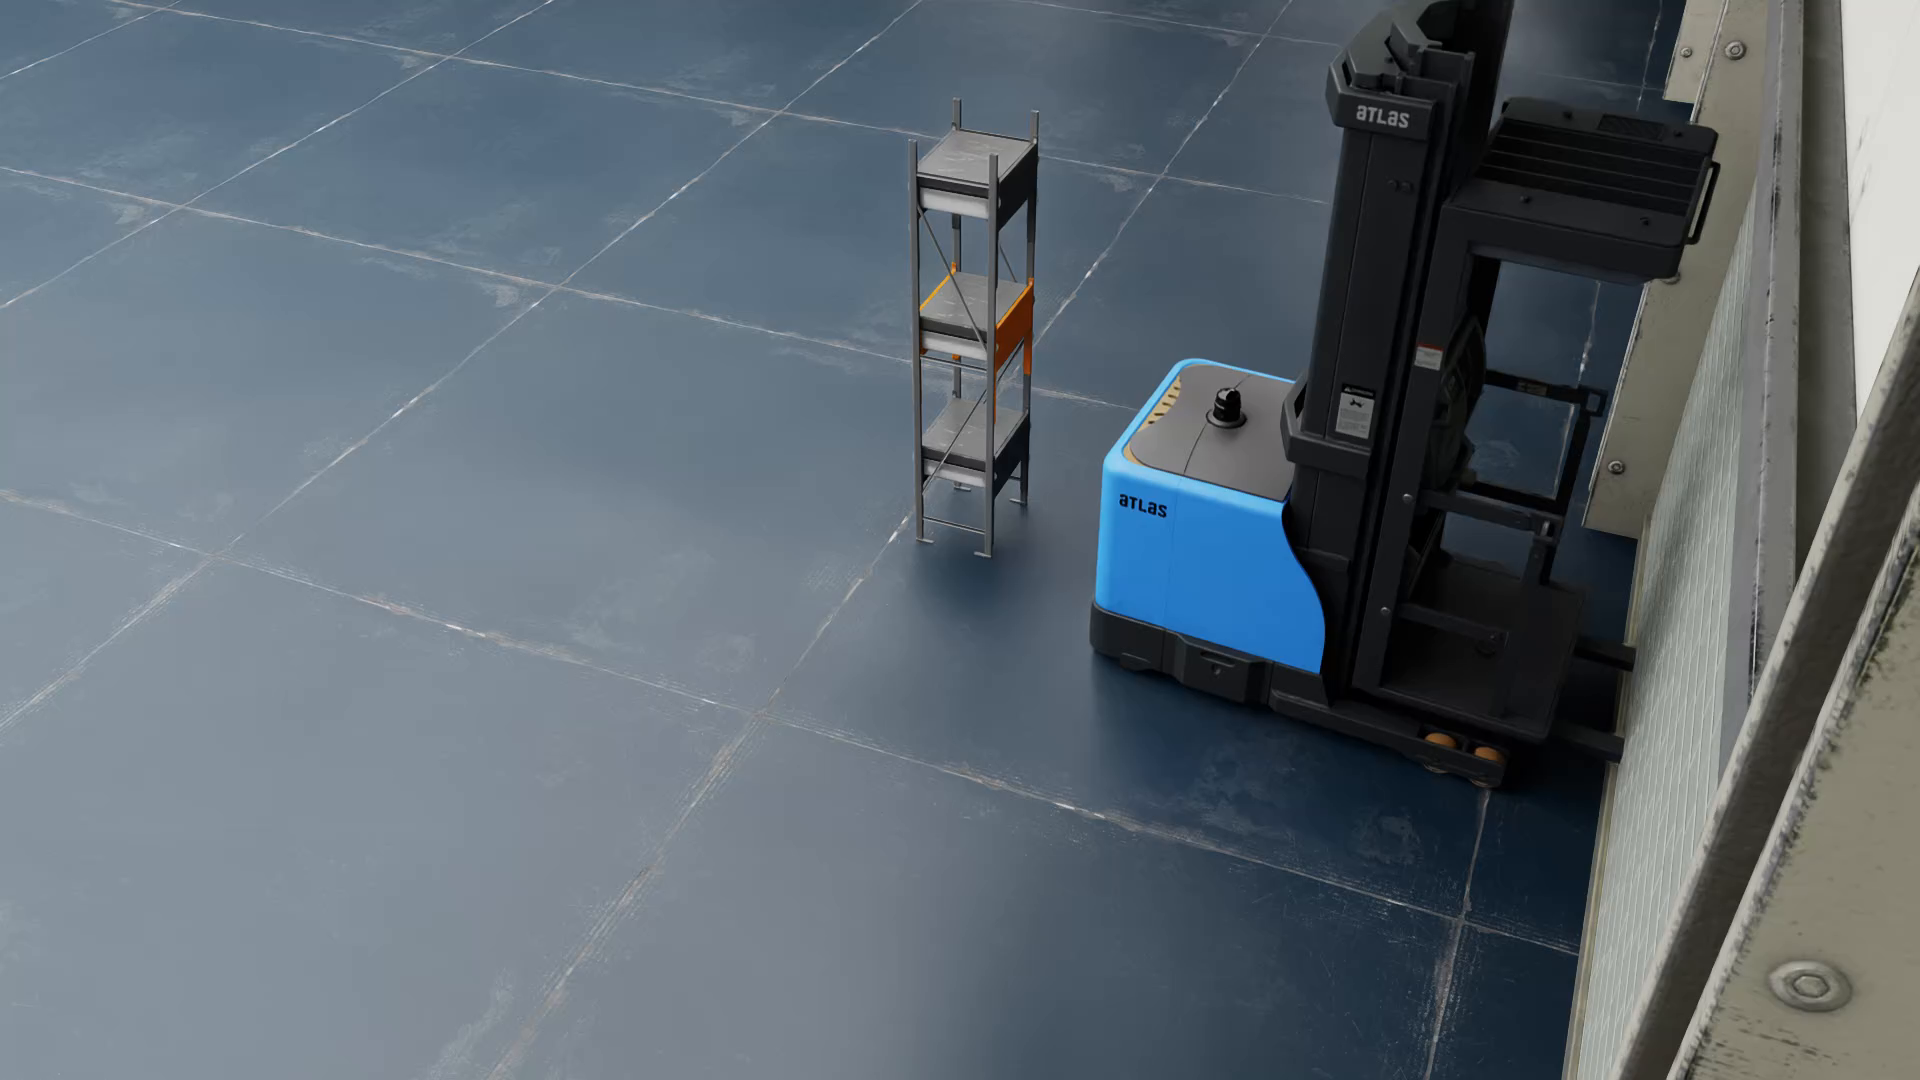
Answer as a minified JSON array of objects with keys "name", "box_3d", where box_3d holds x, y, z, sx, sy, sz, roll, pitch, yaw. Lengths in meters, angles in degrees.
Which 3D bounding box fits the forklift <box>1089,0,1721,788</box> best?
[{"name":"forklift","box_3d":[2.139,-0.515,6.491,3.031,2.935,1.130,16,40,21]}]

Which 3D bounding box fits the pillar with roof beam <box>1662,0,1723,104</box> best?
[{"name":"pillar with roof beam","box_3d":[1.637,-8.049,11.502,9.100,9.000,0.400,14,39,18]}]

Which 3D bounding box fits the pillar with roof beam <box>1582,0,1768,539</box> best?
[{"name":"pillar with roof beam","box_3d":[-0.646,-4.727,7.058,9.100,9.000,0.400,14,39,18]}]

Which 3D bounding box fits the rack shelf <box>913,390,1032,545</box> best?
[{"name":"rack shelf","box_3d":[0.063,-0.361,8.171,0.431,0.518,0.480,14,39,18]}]

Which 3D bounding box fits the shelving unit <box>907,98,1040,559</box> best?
[{"name":"shelving unit","box_3d":[0.063,-0.933,7.744,0.431,2.100,0.503,14,39,18]}]

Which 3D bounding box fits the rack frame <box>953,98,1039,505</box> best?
[{"name":"rack frame","box_3d":[0.156,-1.068,7.925,0.400,2.100,0.015,14,39,18]}]

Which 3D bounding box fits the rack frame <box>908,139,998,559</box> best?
[{"name":"rack frame","box_3d":[-0.030,-0.798,7.563,0.400,2.100,0.015,14,39,18]}]

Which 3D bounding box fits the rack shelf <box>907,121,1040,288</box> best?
[{"name":"rack shelf","box_3d":[0.063,-1.482,7.333,0.431,0.518,0.480,14,39,18]}]

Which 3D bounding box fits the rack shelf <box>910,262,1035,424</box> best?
[{"name":"rack shelf","box_3d":[0.063,-0.922,7.752,0.431,0.518,0.480,14,39,18]}]
